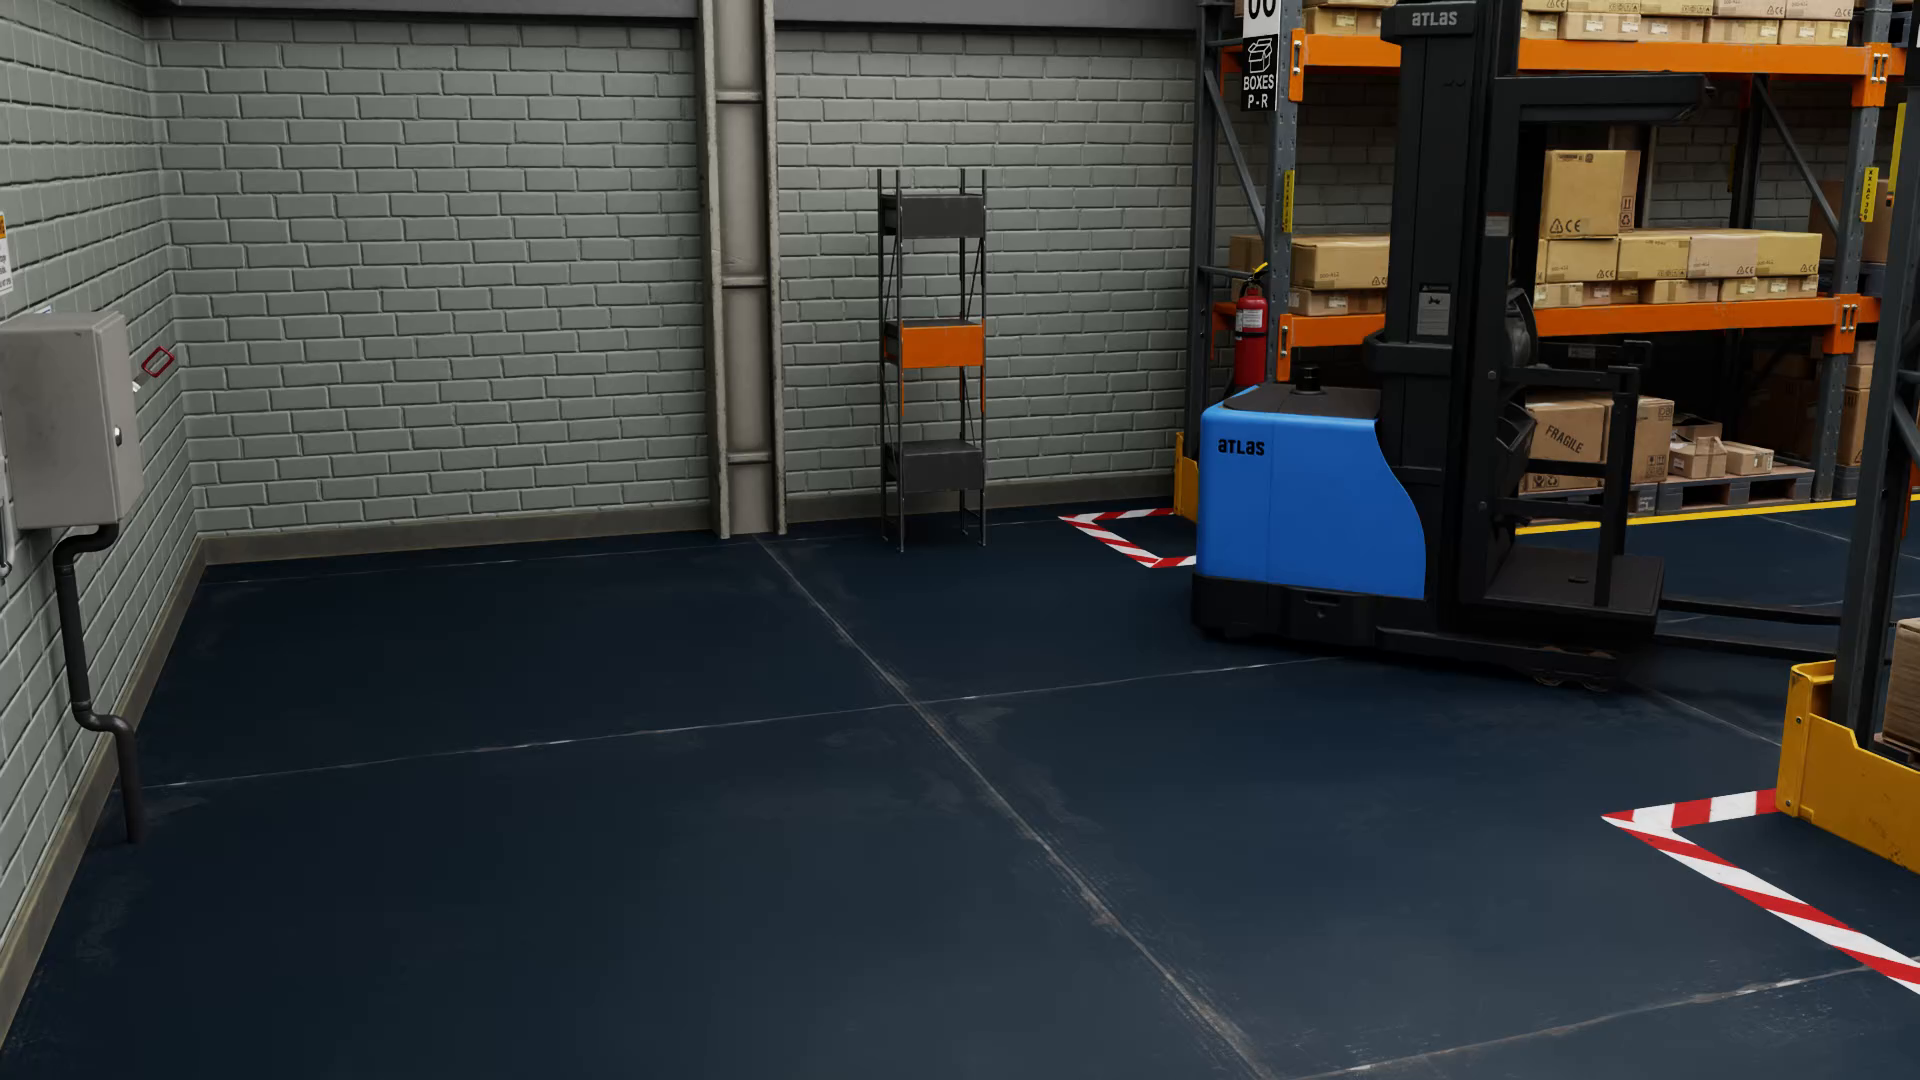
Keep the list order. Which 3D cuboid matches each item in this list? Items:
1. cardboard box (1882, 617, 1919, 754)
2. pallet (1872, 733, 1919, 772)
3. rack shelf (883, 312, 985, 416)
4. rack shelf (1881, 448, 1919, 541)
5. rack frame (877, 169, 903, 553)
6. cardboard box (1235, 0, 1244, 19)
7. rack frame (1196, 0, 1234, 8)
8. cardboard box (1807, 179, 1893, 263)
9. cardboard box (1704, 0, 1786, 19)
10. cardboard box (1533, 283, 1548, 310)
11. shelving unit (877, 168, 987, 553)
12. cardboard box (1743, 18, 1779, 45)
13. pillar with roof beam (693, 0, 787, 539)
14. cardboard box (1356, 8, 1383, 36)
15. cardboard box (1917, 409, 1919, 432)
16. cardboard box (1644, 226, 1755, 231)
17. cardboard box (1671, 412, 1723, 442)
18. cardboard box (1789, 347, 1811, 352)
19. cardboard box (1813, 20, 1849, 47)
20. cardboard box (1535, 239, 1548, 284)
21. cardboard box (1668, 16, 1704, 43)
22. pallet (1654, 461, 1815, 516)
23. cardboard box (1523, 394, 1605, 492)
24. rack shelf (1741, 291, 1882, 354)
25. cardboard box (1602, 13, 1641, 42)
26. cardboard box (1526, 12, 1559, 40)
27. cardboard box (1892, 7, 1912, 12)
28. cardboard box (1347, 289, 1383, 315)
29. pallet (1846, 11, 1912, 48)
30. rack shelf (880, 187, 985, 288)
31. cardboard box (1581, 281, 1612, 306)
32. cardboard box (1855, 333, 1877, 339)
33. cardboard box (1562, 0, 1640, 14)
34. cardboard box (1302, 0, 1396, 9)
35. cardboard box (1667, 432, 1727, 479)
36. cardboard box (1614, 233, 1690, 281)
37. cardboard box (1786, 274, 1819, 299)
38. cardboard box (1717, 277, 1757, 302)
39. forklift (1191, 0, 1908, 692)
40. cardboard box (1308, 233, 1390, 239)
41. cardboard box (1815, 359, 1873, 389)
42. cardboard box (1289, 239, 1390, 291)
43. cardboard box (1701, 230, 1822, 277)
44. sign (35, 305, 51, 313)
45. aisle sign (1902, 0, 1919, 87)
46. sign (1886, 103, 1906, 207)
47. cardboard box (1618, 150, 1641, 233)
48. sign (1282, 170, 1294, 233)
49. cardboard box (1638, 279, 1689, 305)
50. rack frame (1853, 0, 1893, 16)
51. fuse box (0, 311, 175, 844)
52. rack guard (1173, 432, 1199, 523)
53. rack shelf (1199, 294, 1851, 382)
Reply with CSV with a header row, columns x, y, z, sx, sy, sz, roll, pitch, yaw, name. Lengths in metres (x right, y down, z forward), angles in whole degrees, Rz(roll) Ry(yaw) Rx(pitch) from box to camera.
x,y,z,sx,sy,sz,roll,pitch,yaw,name
3.768,0.544,5.503,0.875,0.438,0.875,-5,14,-20,cardboard box
3.908,0.853,5.601,1.213,0.211,1.003,-4,14,-18,pallet
-0.157,-0.996,9.352,0.480,0.518,0.431,-4,14,-18,rack shelf
5.070,-0.225,5.662,4.000,0.370,1.077,-4,14,-18,rack shelf
-0.388,-0.991,9.273,0.015,2.100,0.400,-4,14,-18,rack frame
1.923,-3.139,9.558,0.500,0.250,0.500,-5,14,-19,cardboard box
1.588,-4.434,8.839,0.127,3.000,1.000,-4,14,-18,rack frame
5.909,-2.051,10.658,0.500,0.500,0.700,-4,14,-17,cardboard box
4.513,-3.211,9.859,0.500,0.250,0.500,-5,14,-20,cardboard box
3.224,-1.442,9.765,0.250,0.149,0.380,-5,14,-20,cardboard box
-0.157,-1.009,9.348,0.503,2.100,0.431,-4,14,-18,shelving unit
4.642,-3.022,9.924,0.250,0.149,0.380,-4,14,-16,cardboard box
0.118,-3.489,4.864,0.400,9.000,9.100,-4,14,-18,pillar with roof beam
2.205,-2.851,9.205,0.250,0.149,0.380,-4,14,-17,cardboard box
6.411,-0.827,11.132,0.500,0.500,0.500,-5,14,-19,cardboard box
4.824,-1.905,10.853,0.500,0.250,0.500,-5,14,-19,cardboard box
4.678,-0.710,11.050,0.500,0.311,0.500,-4,14,-16,cardboard box
5.884,-1.226,11.407,0.250,0.149,0.380,-4,14,-18,cardboard box
5.133,-3.057,10.073,0.250,0.149,0.380,-5,14,-18,cardboard box
3.061,-1.637,9.726,0.500,0.250,0.500,-5,14,-19,cardboard box
4.145,-2.991,9.796,0.250,0.149,0.380,-4,14,-16,cardboard box
4.728,-0.404,10.885,1.213,0.211,1.003,-4,14,-18,pallet
3.554,-0.600,10.178,0.500,0.500,0.500,-4,14,-17,cardboard box
7.275,-1.609,11.478,4.000,0.370,1.077,-4,14,-18,rack shelf
3.683,-2.937,9.568,0.250,0.149,0.380,-4,14,-17,cardboard box
3.183,-2.914,9.473,0.250,0.149,0.380,-5,14,-19,cardboard box
5.871,-3.462,10.654,0.250,0.149,0.380,-4,14,-17,cardboard box
2.214,-1.387,9.533,0.250,0.149,0.380,-4,14,-17,cardboard box
6.020,-3.212,10.587,1.003,0.211,1.213,-4,14,-18,pallet
-0.157,-1.677,9.190,0.480,0.518,0.431,-4,14,-18,rack shelf
3.689,-1.500,10.010,0.250,0.149,0.380,-4,14,-18,cardboard box
6.035,-1.257,10.897,0.250,0.149,0.380,-5,14,-21,cardboard box
3.543,-3.140,9.561,0.500,0.250,0.500,-5,14,-19,cardboard box
2.096,-3.020,9.055,0.500,0.250,0.500,-5,14,-19,cardboard box
4.607,-0.553,10.488,0.258,0.266,0.396,-4,14,-16,cardboard box
4.027,-1.718,10.063,0.500,0.250,0.500,-5,14,-18,cardboard box
5.158,-1.610,10.472,0.250,0.149,0.380,-4,14,-17,cardboard box
4.679,-1.561,10.268,0.250,0.149,0.380,-4,14,-17,cardboard box
2.635,-0.929,7.215,3.031,2.935,1.130,6,15,24,forklift
2.429,-1.718,10.063,0.500,0.250,0.500,-4,14,-18,cardboard box
5.804,-1.083,10.806,0.250,0.149,0.380,-4,14,-15,cardboard box
2.104,-1.562,9.409,0.500,0.250,0.500,-4,14,-18,cardboard box
4.974,-1.792,10.375,0.500,0.250,0.500,-4,14,-17,cardboard box
-3.047,-0.525,5.571,0.001,0.494,0.329,-4,14,-18,sign
3.008,-1.755,4.921,0.004,0.787,0.394,-4,14,-18,aisle sign
3.015,-1.226,5.301,0.005,0.325,0.100,-4,14,-18,sign
3.883,-2.196,10.454,0.500,0.500,0.500,-5,14,-20,cardboard box
1.761,-1.818,8.933,0.005,0.325,0.100,-4,14,-18,sign
4.189,-1.523,10.107,0.250,0.149,0.380,-5,14,-19,cardboard box
5.379,-4.730,10.080,0.127,3.000,1.000,-4,14,-18,rack frame
-2.694,0.149,5.318,0.414,1.711,0.539,-4,14,-18,fuse box
1.660,-0.305,9.846,0.348,0.500,1.175,-4,14,-18,rack guard
3.484,-1.313,10.237,4.000,0.370,1.077,-4,14,-18,rack shelf
